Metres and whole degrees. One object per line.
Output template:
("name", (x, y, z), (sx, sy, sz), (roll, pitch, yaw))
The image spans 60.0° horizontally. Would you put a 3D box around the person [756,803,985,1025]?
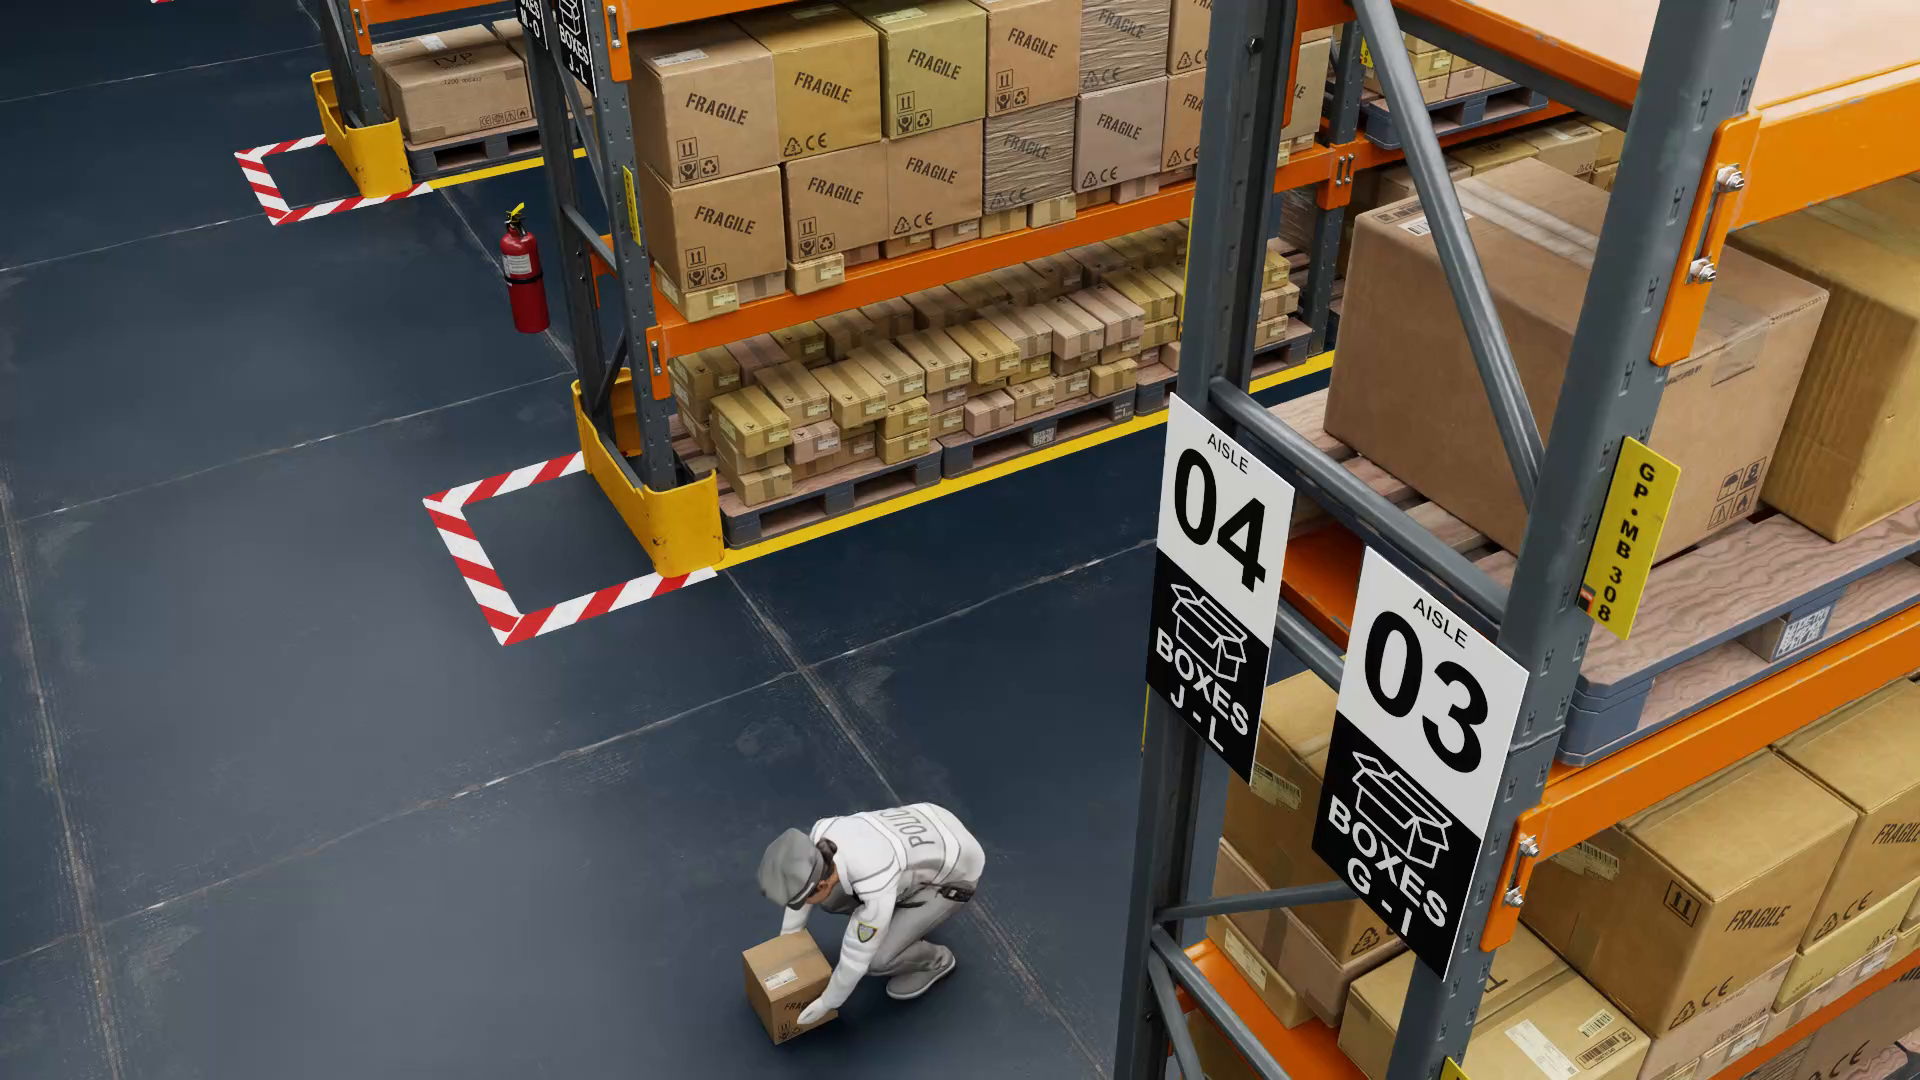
("person", (-0.315, 1.258, 5.902), (0.856, 0.899, 0.485), (-19, 41, -24))
